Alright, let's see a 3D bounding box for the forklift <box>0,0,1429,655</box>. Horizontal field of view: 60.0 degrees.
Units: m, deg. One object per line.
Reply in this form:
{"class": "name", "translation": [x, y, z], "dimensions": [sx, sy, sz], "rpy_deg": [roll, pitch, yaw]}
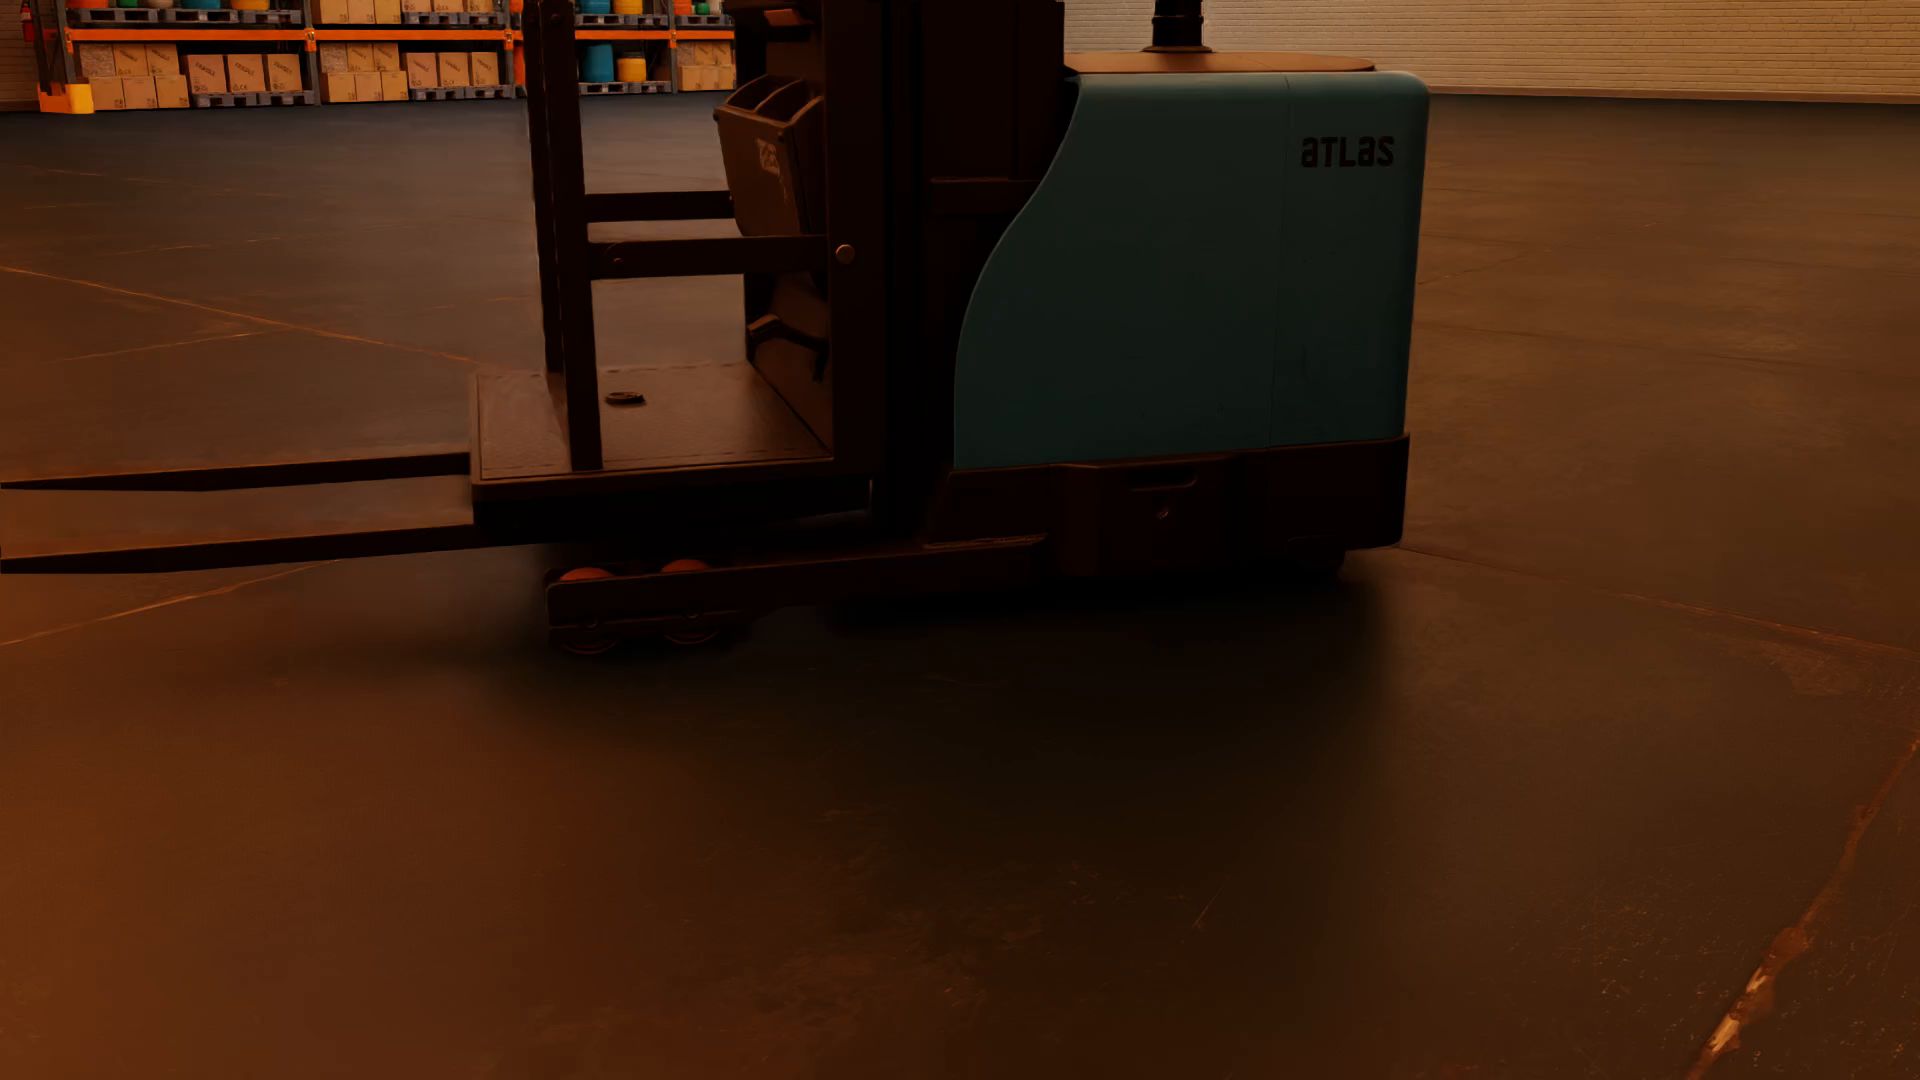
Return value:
{"class": "forklift", "translation": [-0.587, -1.351, 3.347], "dimensions": [3.031, 2.935, 1.130], "rpy_deg": [-5, 18, -15]}
